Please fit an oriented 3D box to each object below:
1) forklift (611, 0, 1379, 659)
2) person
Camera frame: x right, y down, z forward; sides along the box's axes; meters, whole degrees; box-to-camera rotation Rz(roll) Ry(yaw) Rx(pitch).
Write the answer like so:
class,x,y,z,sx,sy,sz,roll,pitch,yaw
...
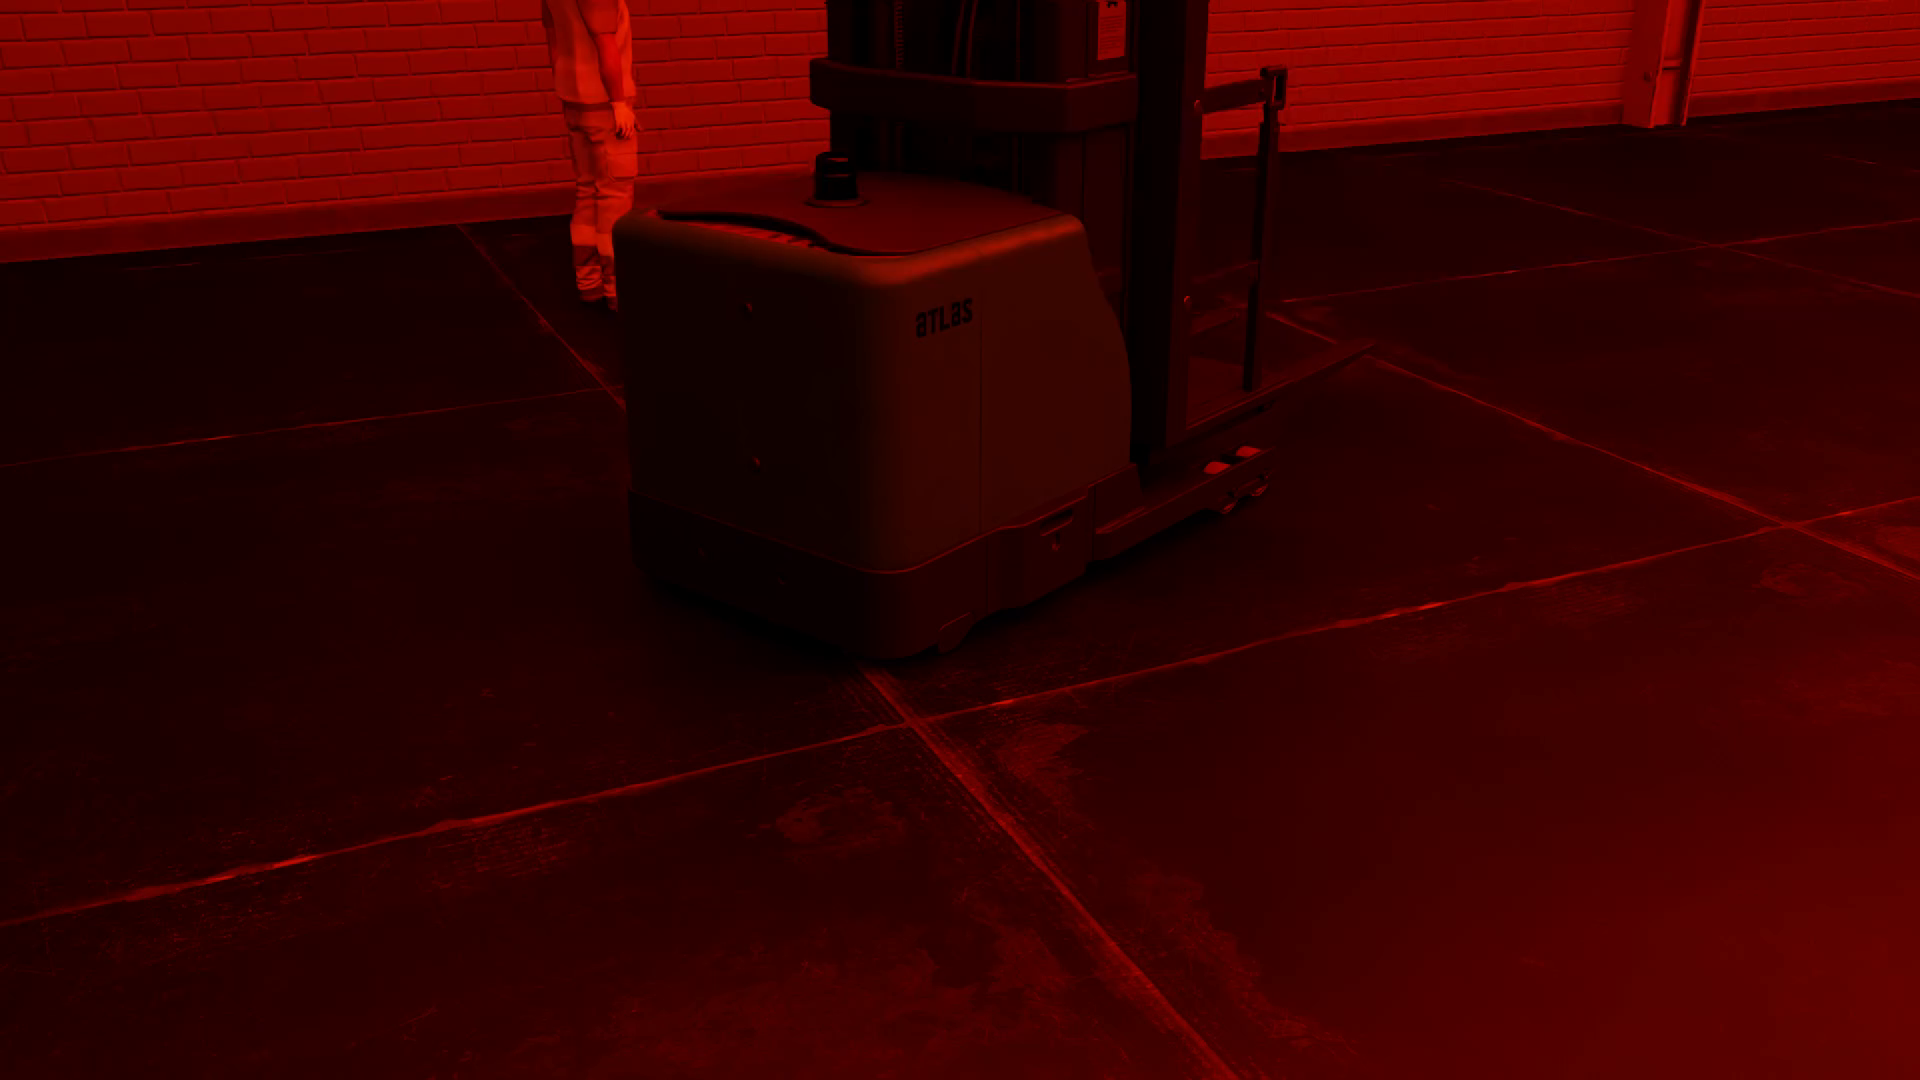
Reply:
class,x,y,z,sx,sy,sz,roll,pitch,yaw
forklift,0.385,-1.545,5.005,1.130,2.935,3.031,18,28,36
person,-1.608,-1.948,7.463,0.354,1.795,0.559,-17,28,-35
